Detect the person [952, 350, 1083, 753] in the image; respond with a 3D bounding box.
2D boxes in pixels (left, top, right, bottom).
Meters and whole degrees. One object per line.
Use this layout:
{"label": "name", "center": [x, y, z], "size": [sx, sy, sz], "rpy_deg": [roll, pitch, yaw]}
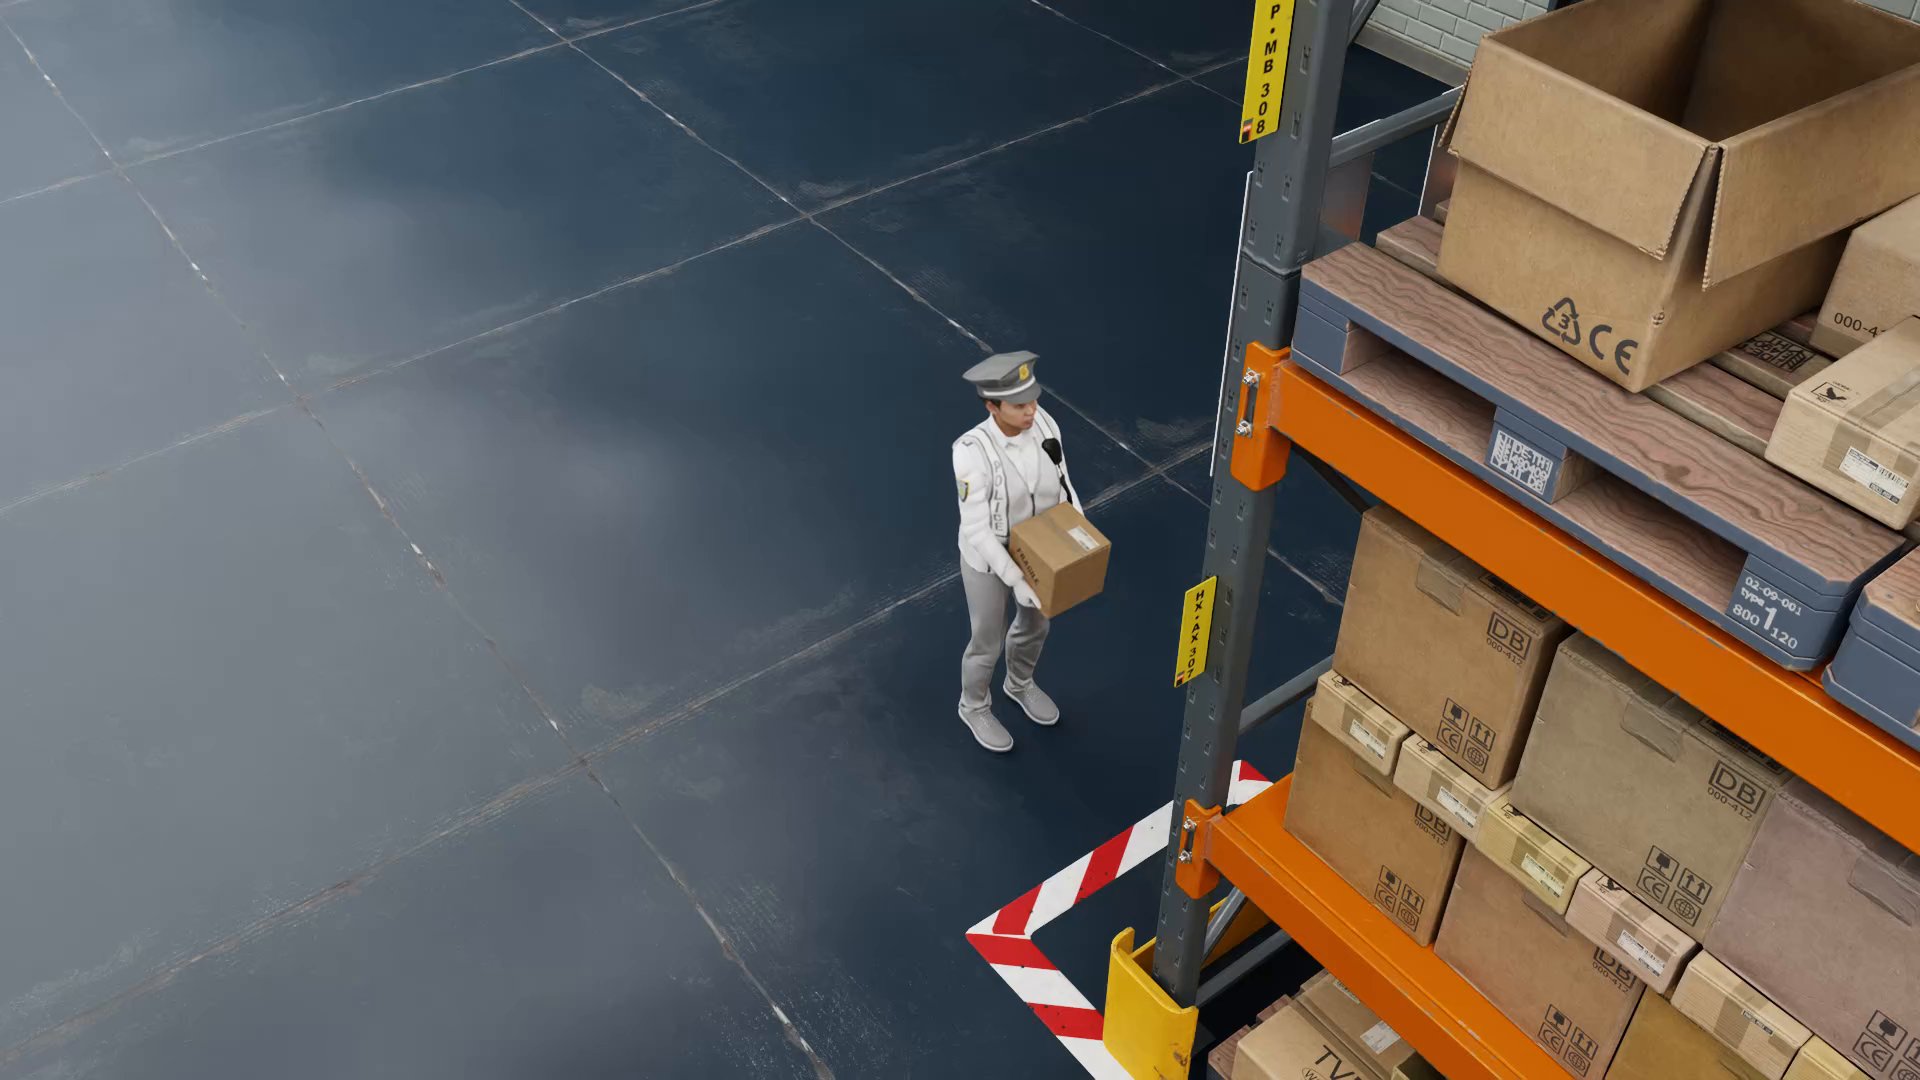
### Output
{"label": "person", "center": [0.224, 0.092, 6.033], "size": [0.459, 1.687, 0.554], "rpy_deg": [-26, 47, -27]}
